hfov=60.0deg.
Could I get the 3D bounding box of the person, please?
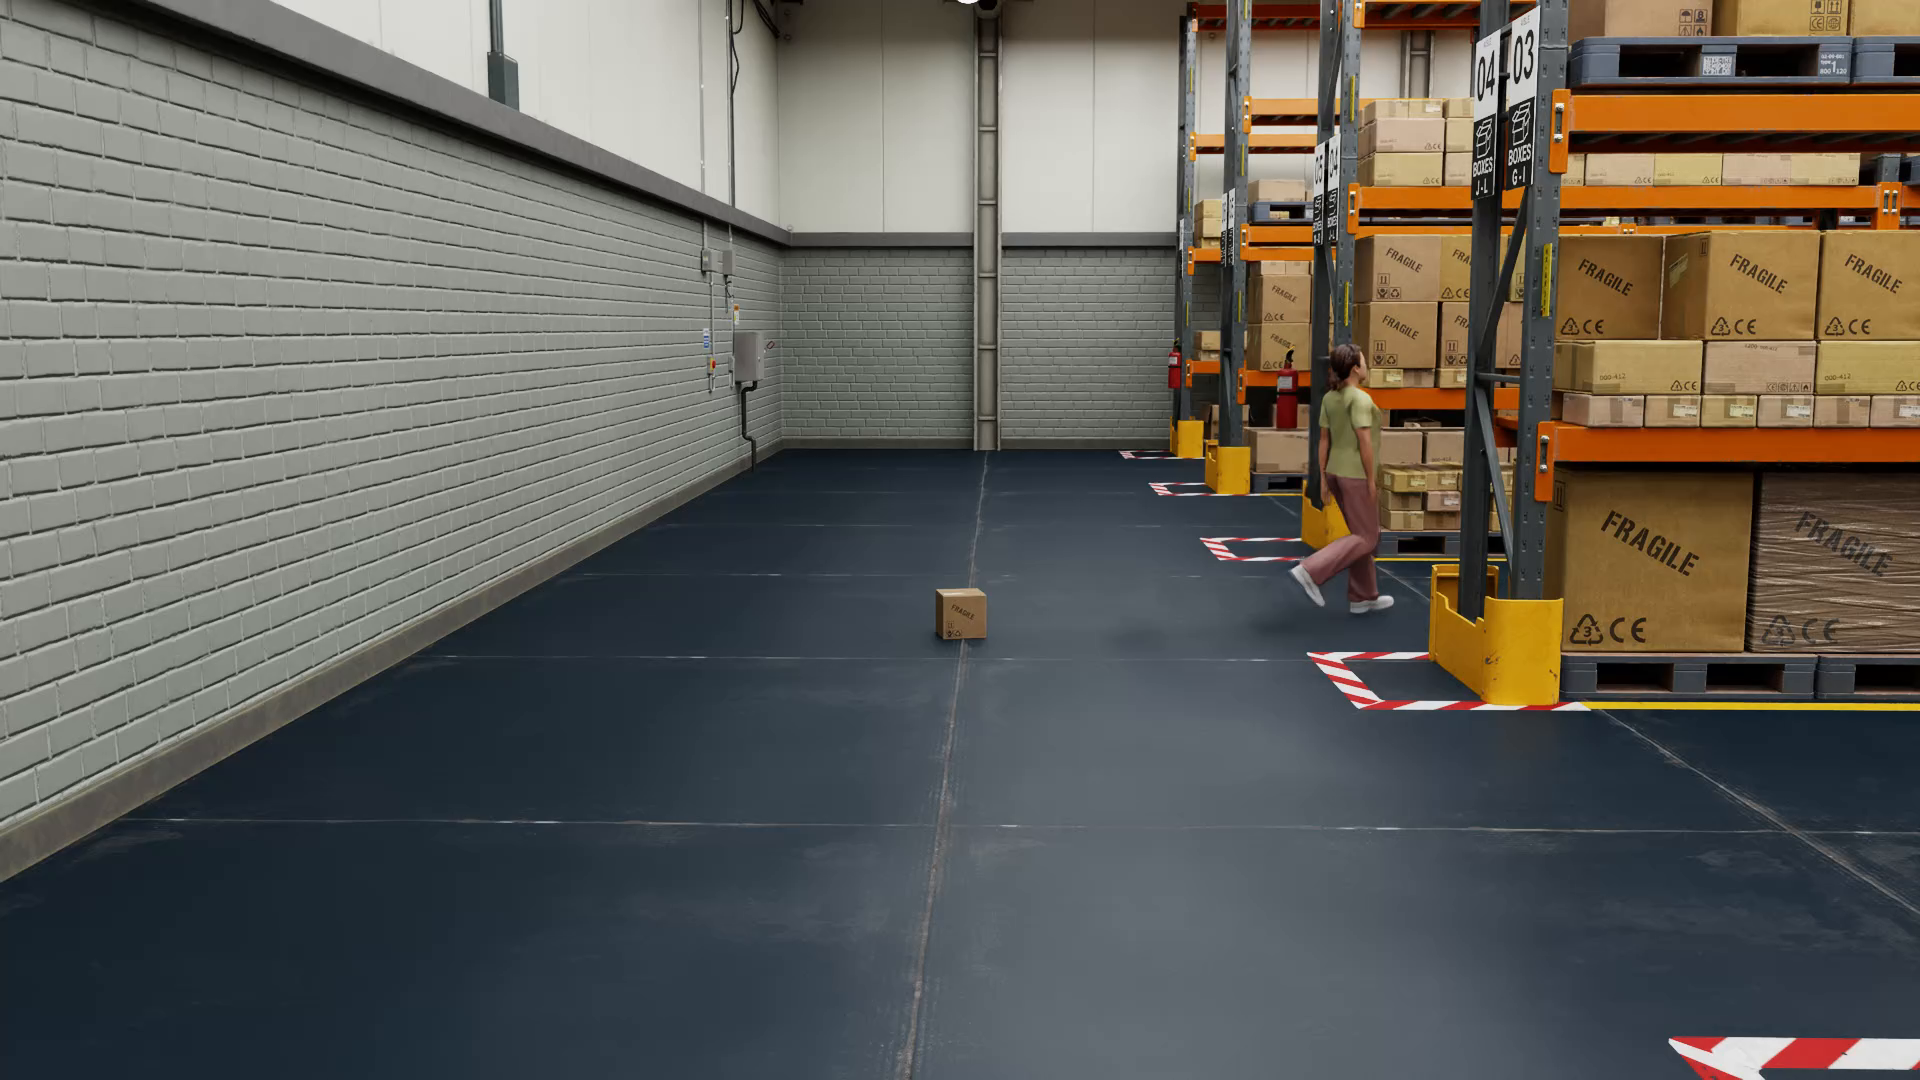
[{"bbox_3d":[2.329,-0.359,10.039,0.796,1.645,0.446,-3,8,-19],"label":"person"}]
